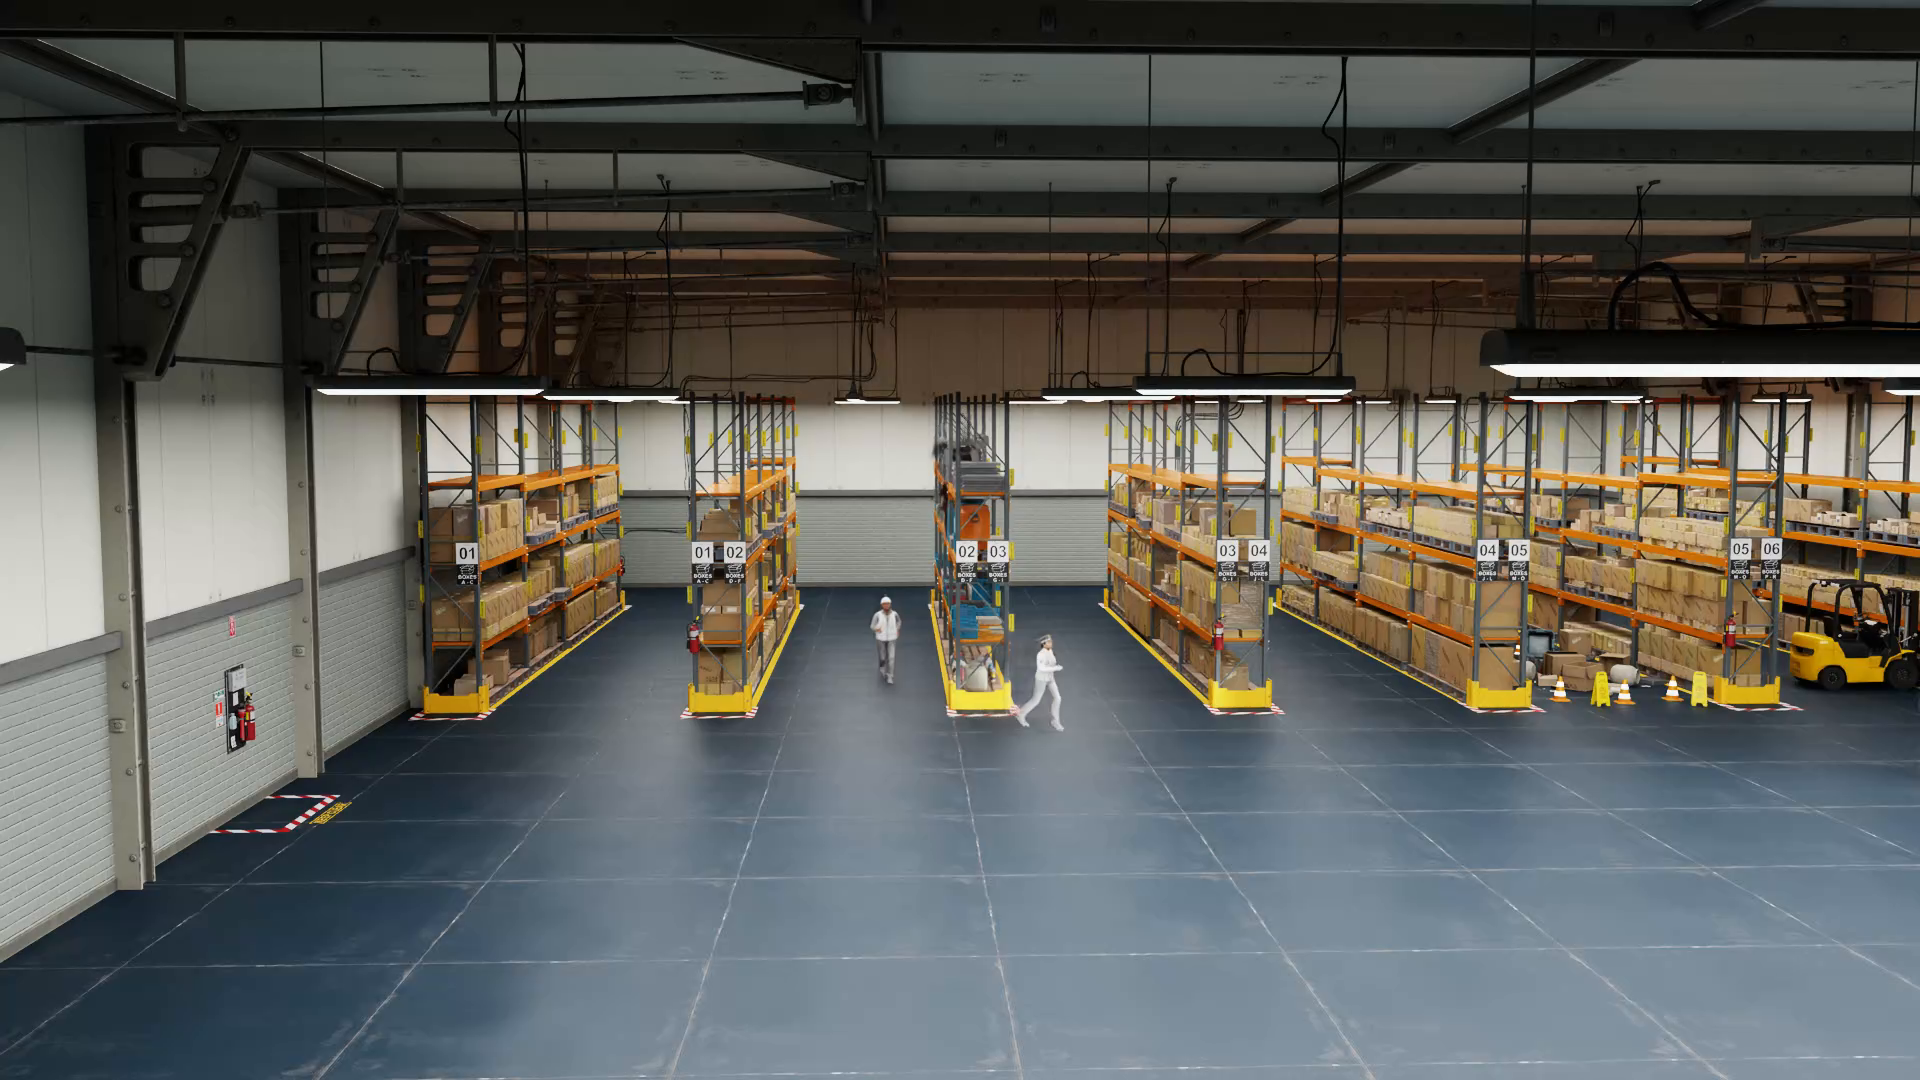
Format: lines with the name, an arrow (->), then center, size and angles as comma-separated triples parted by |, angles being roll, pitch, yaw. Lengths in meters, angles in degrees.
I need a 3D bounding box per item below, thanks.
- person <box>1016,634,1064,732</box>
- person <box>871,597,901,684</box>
person -> 1.454, 2.520, 29.493 | 0.882, 1.744, 0.623 | 3, 5, 32
person -> -1.527, 2.066, 34.578 | 0.661, 1.769, 0.936 | -1, 5, -9
